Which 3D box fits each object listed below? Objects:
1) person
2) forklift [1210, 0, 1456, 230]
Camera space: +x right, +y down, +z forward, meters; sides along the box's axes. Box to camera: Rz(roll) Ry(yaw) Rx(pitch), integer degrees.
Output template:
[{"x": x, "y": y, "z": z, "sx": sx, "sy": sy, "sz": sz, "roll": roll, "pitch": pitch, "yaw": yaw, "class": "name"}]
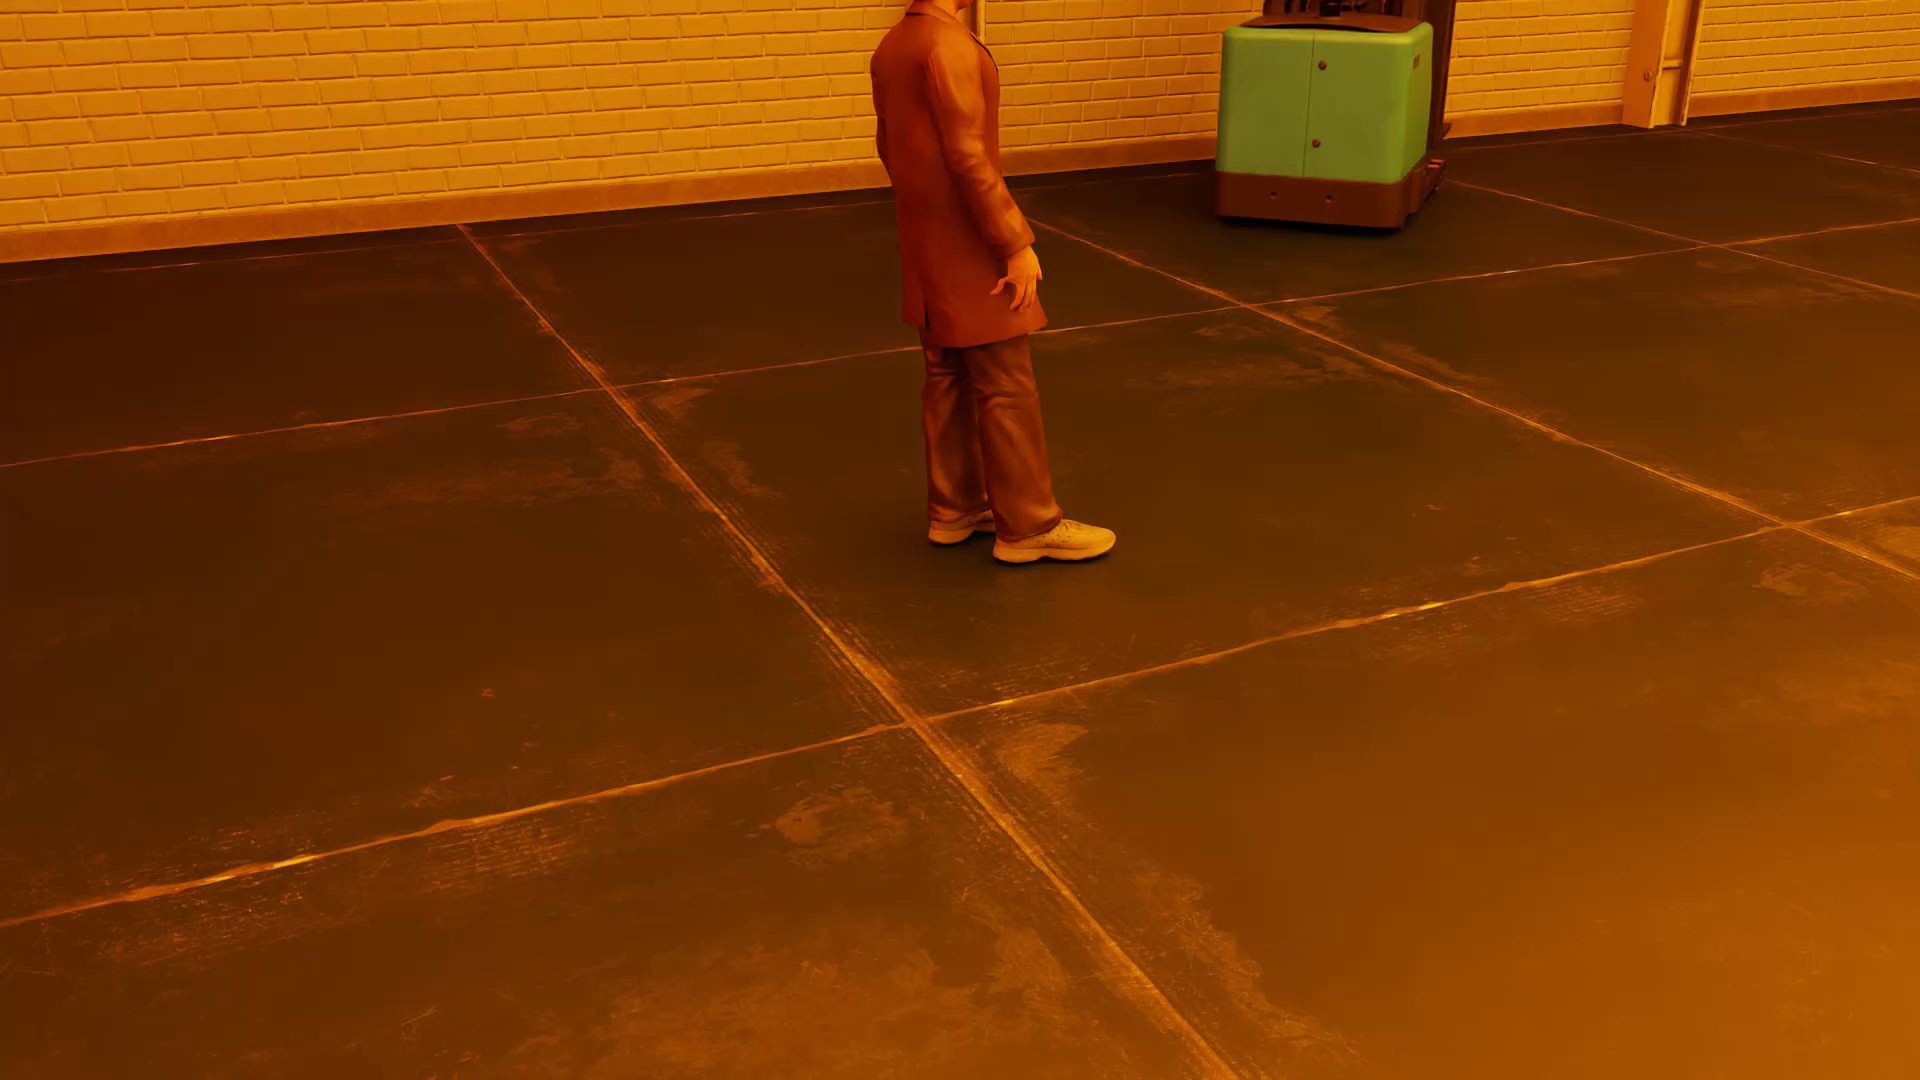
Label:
[{"x": 0.084, "y": -0.841, "z": 4.794, "sx": 0.582, "sy": 1.776, "sz": 0.696, "roll": -10, "pitch": 25, "yaw": -23, "class": "person"}, {"x": 2.430, "y": -3.571, "z": 9.883, "sx": 1.130, "sy": 2.935, "sz": 3.031, "roll": 9, "pitch": 24, "yaw": 20, "class": "forklift"}]
